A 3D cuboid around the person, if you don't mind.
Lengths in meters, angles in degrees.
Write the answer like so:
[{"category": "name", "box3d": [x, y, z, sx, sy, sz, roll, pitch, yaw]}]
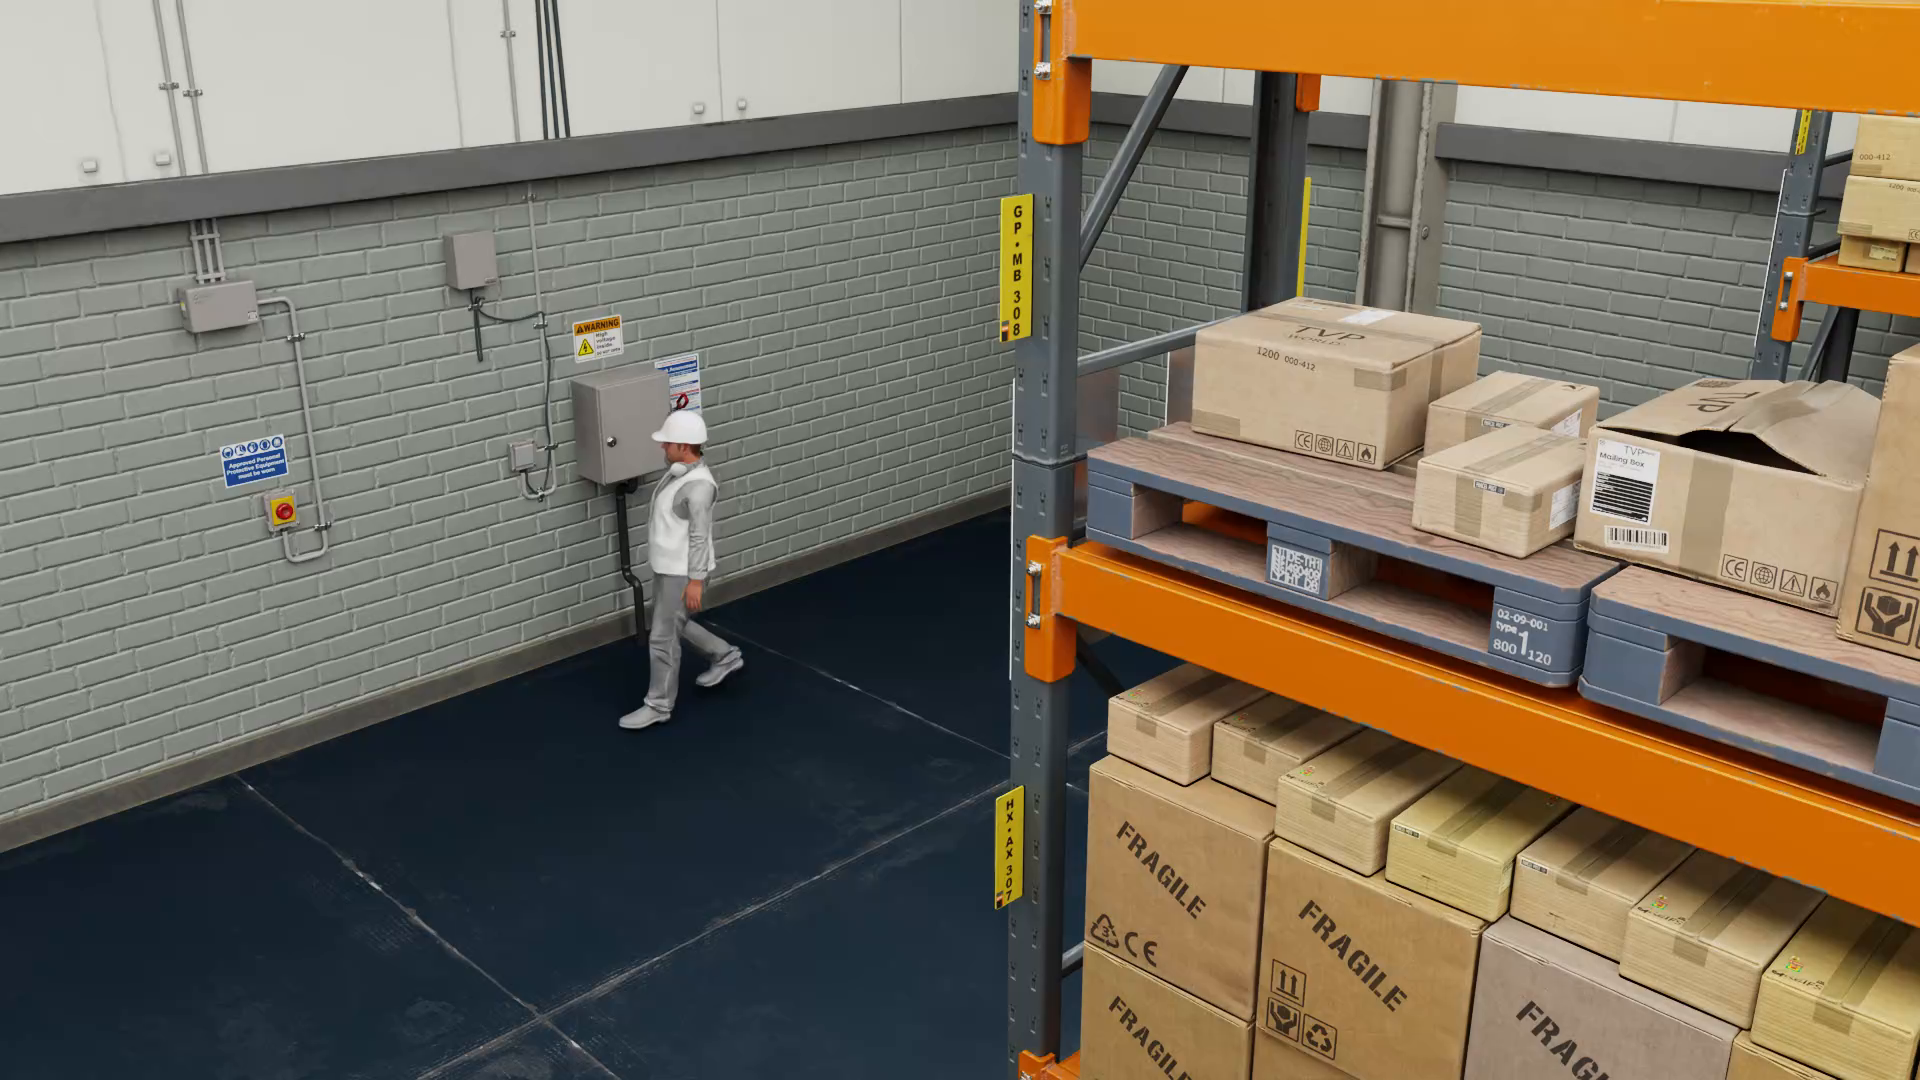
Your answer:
[{"category": "person", "box3d": [-1.575, 0.137, 9.170, 0.767, 1.750, 0.555, -7, 22, -18]}]
